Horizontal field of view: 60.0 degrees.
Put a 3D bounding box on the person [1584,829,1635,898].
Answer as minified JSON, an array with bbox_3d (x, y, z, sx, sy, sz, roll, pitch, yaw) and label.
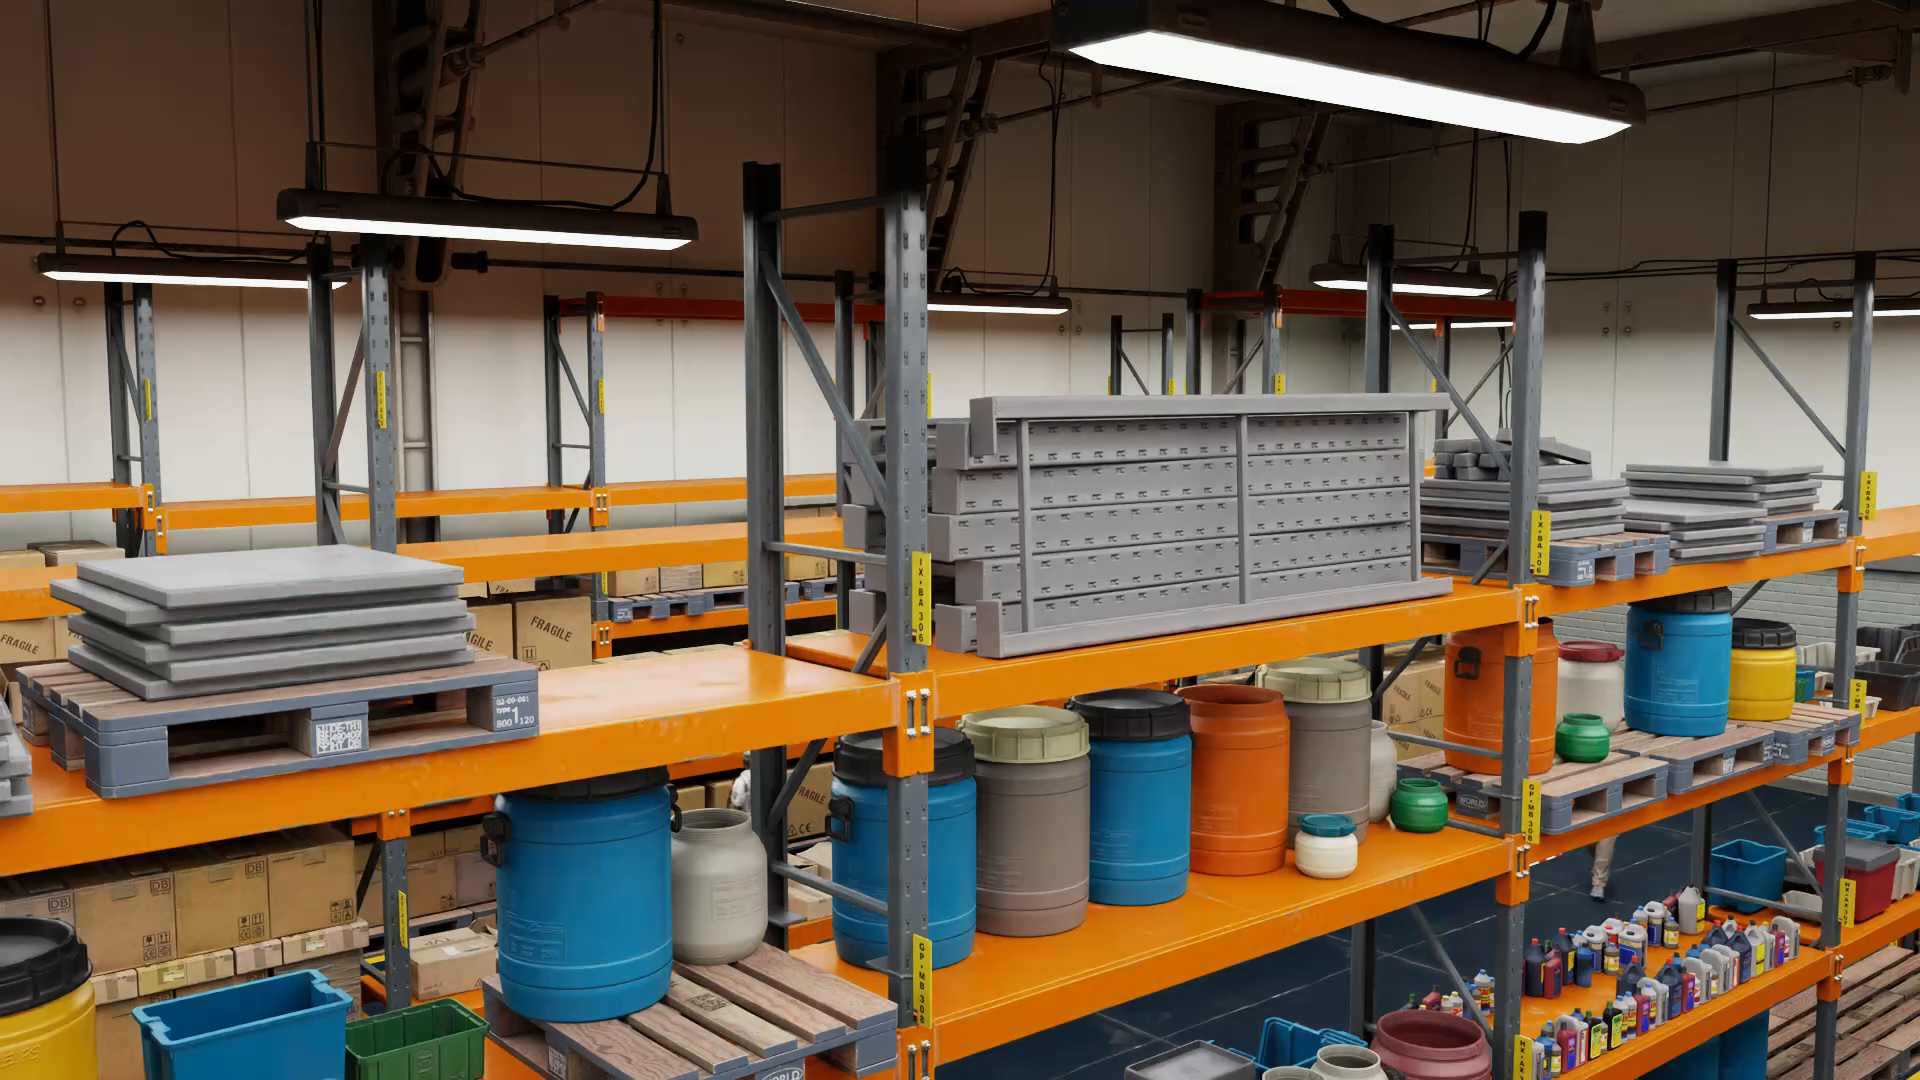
[{"bbox_3d":[6.516,2.712,16.833,0.642,1.680,0.973,5,7,39],"label":"person"}]

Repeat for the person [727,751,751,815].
[{"bbox_3d":[-2.013,2.810,15.930,0.369,1.718,0.543,4,7,38],"label":"person"}]
